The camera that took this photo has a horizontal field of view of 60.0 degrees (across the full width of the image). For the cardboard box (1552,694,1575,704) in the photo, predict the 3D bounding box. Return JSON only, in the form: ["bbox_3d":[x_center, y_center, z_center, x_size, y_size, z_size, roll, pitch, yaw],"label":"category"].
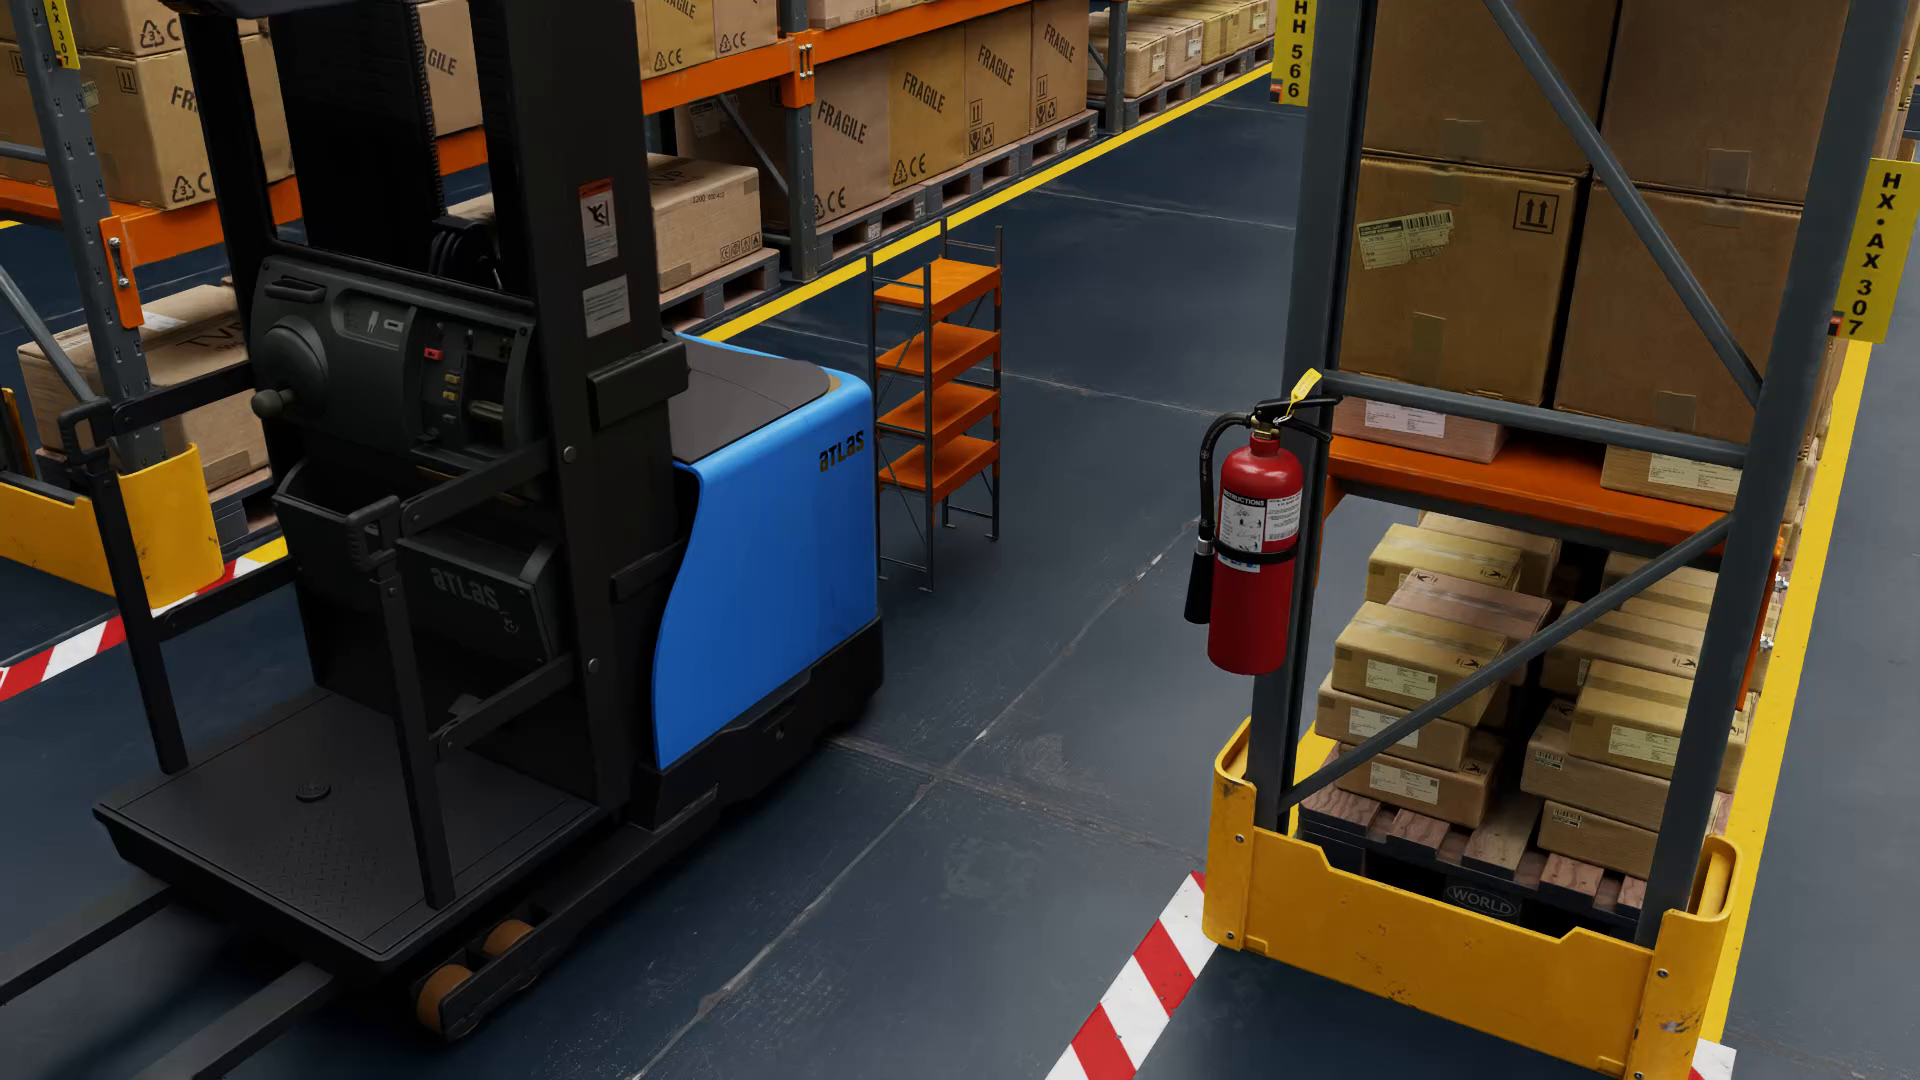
[{"bbox_3d":[1.861,0.493,4.631,0.380,0.149,0.250,15,30,27],"label":"cardboard box"}]

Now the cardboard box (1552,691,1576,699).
[{"bbox_3d":[1.860,0.355,4.574,0.380,0.149,0.250,15,30,27],"label":"cardboard box"}]

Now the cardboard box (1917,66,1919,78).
[{"bbox_3d":[3.713,-1.929,6.564,0.380,0.149,0.250,13,29,24],"label":"cardboard box"}]

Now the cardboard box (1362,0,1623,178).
[{"bbox_3d":[1.160,-1.100,3.536,0.500,0.500,0.500,14,30,25],"label":"cardboard box"}]

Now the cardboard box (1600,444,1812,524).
[{"bbox_3d":[1.596,-0.184,3.548,0.380,0.149,0.250,14,30,26],"label":"cardboard box"}]

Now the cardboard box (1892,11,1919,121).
[{"bbox_3d":[1.846,-1.182,3.699,0.500,0.500,0.500,15,30,28],"label":"cardboard box"}]

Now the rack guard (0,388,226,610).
[{"bbox_3d":[-3.220,-0.166,6.023,1.175,0.500,0.348,14,30,26],"label":"rack guard"}]

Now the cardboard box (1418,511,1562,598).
[{"bbox_3d":[1.564,0.015,4.920,0.380,0.149,0.250,13,29,24],"label":"cardboard box"}]

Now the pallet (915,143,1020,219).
[{"bbox_3d":[-0.327,-2.400,10.808,1.003,0.211,1.213,14,30,26],"label":"pallet"}]

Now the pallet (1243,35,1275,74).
[{"bbox_3d":[2.314,-4.419,14.842,1.003,0.211,1.213,14,30,26],"label":"pallet"}]

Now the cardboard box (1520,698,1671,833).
[{"bbox_3d":[1.633,0.564,4.156,0.380,0.149,0.250,16,31,28],"label":"cardboard box"}]

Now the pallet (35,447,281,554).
[{"bbox_3d":[-2.883,-0.375,6.763,1.003,0.211,1.213,14,30,26],"label":"pallet"}]

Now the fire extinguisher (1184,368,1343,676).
[{"bbox_3d":[0.626,-0.045,3.491,0.296,0.674,0.183,14,30,26],"label":"fire extinguisher"}]

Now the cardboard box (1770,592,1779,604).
[{"bbox_3d":[2.323,0.219,5.178,0.380,0.149,0.250,13,29,24],"label":"cardboard box"}]

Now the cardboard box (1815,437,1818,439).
[{"bbox_3d":[2.715,-0.368,5.685,0.380,0.149,0.250,13,29,24],"label":"cardboard box"}]

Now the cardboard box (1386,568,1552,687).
[{"bbox_3d":[1.365,0.231,4.488,0.380,0.149,0.250,15,30,27],"label":"cardboard box"}]

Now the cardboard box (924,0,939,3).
[{"bbox_3d":[-0.275,-3.297,9.652,0.500,0.250,0.500,14,30,26],"label":"cardboard box"}]

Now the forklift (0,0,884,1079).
[{"bbox_3d":[-1.457,-0.381,3.737,1.130,2.935,3.031,16,31,29],"label":"forklift"}]

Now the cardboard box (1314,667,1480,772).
[{"bbox_3d":[1.163,0.443,4.397,0.380,0.149,0.250,13,30,25],"label":"cardboard box"}]

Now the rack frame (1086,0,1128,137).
[{"bbox_3d":[0.728,-4.411,11.711,1.000,3.000,0.127,14,30,26],"label":"rack frame"}]

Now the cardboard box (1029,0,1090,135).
[{"bbox_3d":[0.315,-3.398,11.591,0.875,0.875,0.875,14,30,26],"label":"cardboard box"}]

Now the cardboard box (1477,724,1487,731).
[{"bbox_3d":[1.267,0.471,4.674,0.380,0.149,0.250,15,30,28],"label":"cardboard box"}]

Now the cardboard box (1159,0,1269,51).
[{"bbox_3d":[2.089,-4.497,14.348,0.950,0.372,0.625,16,31,29],"label":"cardboard box"}]

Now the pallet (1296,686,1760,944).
[{"bbox_3d":[1.619,0.666,4.684,1.003,0.211,1.213,14,30,26],"label":"pallet"}]

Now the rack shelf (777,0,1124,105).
[{"bbox_3d":[-0.256,-3.310,10.315,1.077,0.370,4.000,14,30,26],"label":"rack shelf"}]

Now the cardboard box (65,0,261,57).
[{"bbox_3d":[-2.724,-1.909,5.484,0.500,0.500,0.500,13,30,25],"label":"cardboard box"}]

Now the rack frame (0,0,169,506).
[{"bbox_3d":[-3.208,-1.293,5.482,1.000,3.000,0.127,14,30,26],"label":"rack frame"}]

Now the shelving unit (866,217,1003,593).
[{"bbox_3d":[-0.081,-0.472,5.853,0.258,1.200,0.503,14,30,26],"label":"shelving unit"}]

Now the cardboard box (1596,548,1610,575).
[{"bbox_3d":[2.226,0.039,5.204,0.380,0.149,0.250,16,31,29],"label":"cardboard box"}]

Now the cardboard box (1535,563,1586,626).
[{"bbox_3d":[1.638,0.158,4.967,0.380,0.149,0.250,14,30,25],"label":"cardboard box"}]

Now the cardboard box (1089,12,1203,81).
[{"bbox_3d":[1.370,-3.931,13.218,0.950,0.372,0.625,14,30,25],"label":"cardboard box"}]

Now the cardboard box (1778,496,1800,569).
[{"bbox_3d":[2.335,-0.068,5.086,0.380,0.149,0.250,15,30,27],"label":"cardboard box"}]

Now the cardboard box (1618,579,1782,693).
[{"bbox_3d":[1.971,0.245,4.460,0.380,0.149,0.250,14,30,26],"label":"cardboard box"}]

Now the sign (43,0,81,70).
[{"bbox_3d":[-2.728,-1.591,5.022,0.100,0.325,0.005,14,30,26],"label":"sign"}]

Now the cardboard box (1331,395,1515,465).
[{"bbox_3d":[1.066,-0.319,3.818,0.380,0.149,0.250,14,30,26],"label":"cardboard box"}]

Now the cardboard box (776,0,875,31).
[{"bbox_3d":[-0.794,-2.898,8.856,0.500,0.250,0.500,13,30,25],"label":"cardboard box"}]

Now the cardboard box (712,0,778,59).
[{"bbox_3d":[-1.246,-2.660,8.101,0.500,0.500,0.500,14,30,27],"label":"cardboard box"}]

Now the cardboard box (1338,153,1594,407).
[{"bbox_3d":[1.148,-0.652,3.758,0.500,0.500,0.500,15,30,27],"label":"cardboard box"}]

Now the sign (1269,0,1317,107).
[{"bbox_3d":[0.678,-1.032,3.313,0.100,0.325,0.005,14,30,26],"label":"sign"}]

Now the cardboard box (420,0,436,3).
[{"bbox_3d":[-2.229,-2.315,6.294,0.500,0.500,0.500,14,30,26],"label":"cardboard box"}]

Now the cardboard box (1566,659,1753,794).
[{"bbox_3d":[1.705,0.449,4.053,0.380,0.149,0.250,13,29,24],"label":"cardboard box"}]

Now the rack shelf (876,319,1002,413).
[{"bbox_3d":[-0.081,-0.612,5.783,0.258,0.148,0.480,14,30,26],"label":"rack shelf"}]

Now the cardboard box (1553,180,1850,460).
[{"bbox_3d":[1.613,-0.534,3.522,0.500,0.500,0.500,16,31,28],"label":"cardboard box"}]

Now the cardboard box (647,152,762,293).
[{"bbox_3d":[-1.643,-1.673,8.634,0.875,0.438,0.875,14,30,25],"label":"cardboard box"}]

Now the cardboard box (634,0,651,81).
[{"bbox_3d":[-1.729,-2.259,7.300,0.500,0.500,0.500,14,30,25],"label":"cardboard box"}]

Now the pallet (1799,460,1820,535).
[{"bbox_3d":[2.820,-0.285,6.583,1.003,0.211,1.213,14,30,26],"label":"pallet"}]

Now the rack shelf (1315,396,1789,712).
[{"bbox_3d":[2.135,-0.700,5.102,1.077,0.370,4.000,14,30,26],"label":"rack shelf"}]

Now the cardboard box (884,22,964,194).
[{"bbox_3d":[-0.567,-2.703,10.203,0.875,0.875,0.875,15,30,28],"label":"cardboard box"}]

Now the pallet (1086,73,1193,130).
[{"bbox_3d":[1.113,-3.468,12.942,1.003,0.211,1.213,14,30,26],"label":"pallet"}]

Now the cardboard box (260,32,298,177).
[{"bbox_3d":[-2.497,-1.665,6.113,0.500,0.500,0.500,14,30,25],"label":"cardboard box"}]

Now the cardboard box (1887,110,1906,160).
[{"bbox_3d":[2.625,-1.333,5.117,0.500,0.500,0.500,14,30,26],"label":"cardboard box"}]

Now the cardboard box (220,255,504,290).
[{"bbox_3d":[-2.527,-0.973,7.236,0.875,0.438,0.875,15,30,27],"label":"cardboard box"}]

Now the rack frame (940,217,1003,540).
[{"bbox_3d":[0.039,-0.567,6.043,0.240,1.200,0.015,14,30,26],"label":"rack frame"}]

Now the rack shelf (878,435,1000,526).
[{"bbox_3d":[-0.081,-0.234,5.972,0.258,0.148,0.480,14,30,26],"label":"rack shelf"}]

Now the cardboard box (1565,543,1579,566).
[{"bbox_3d":[1.805,0.073,5.470,0.380,0.149,0.250,15,30,27],"label":"cardboard box"}]
